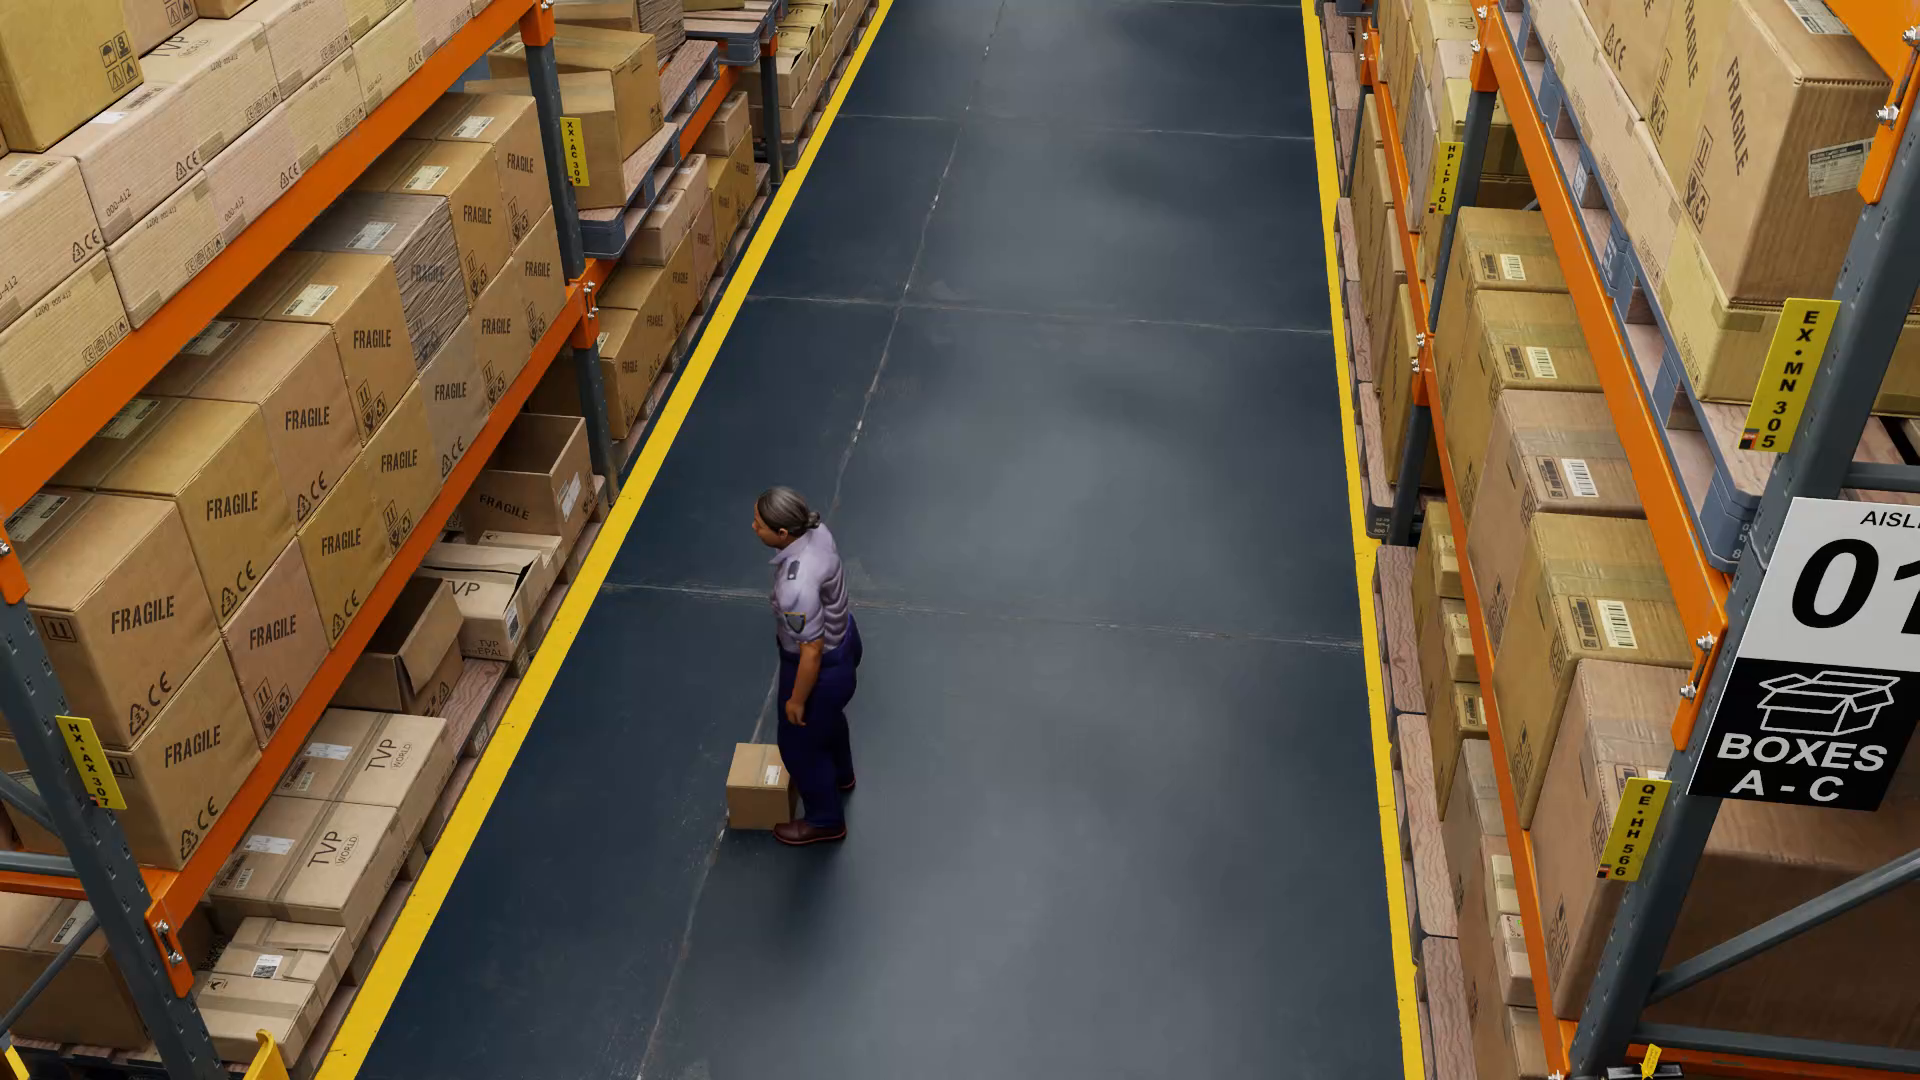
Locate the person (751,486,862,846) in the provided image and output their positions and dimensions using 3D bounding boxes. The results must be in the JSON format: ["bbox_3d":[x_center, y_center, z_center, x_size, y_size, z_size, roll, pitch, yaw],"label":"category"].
[{"bbox_3d":[-0.570,0.466,6.412,0.367,1.651,0.564,2,36,3],"label":"person"}]
